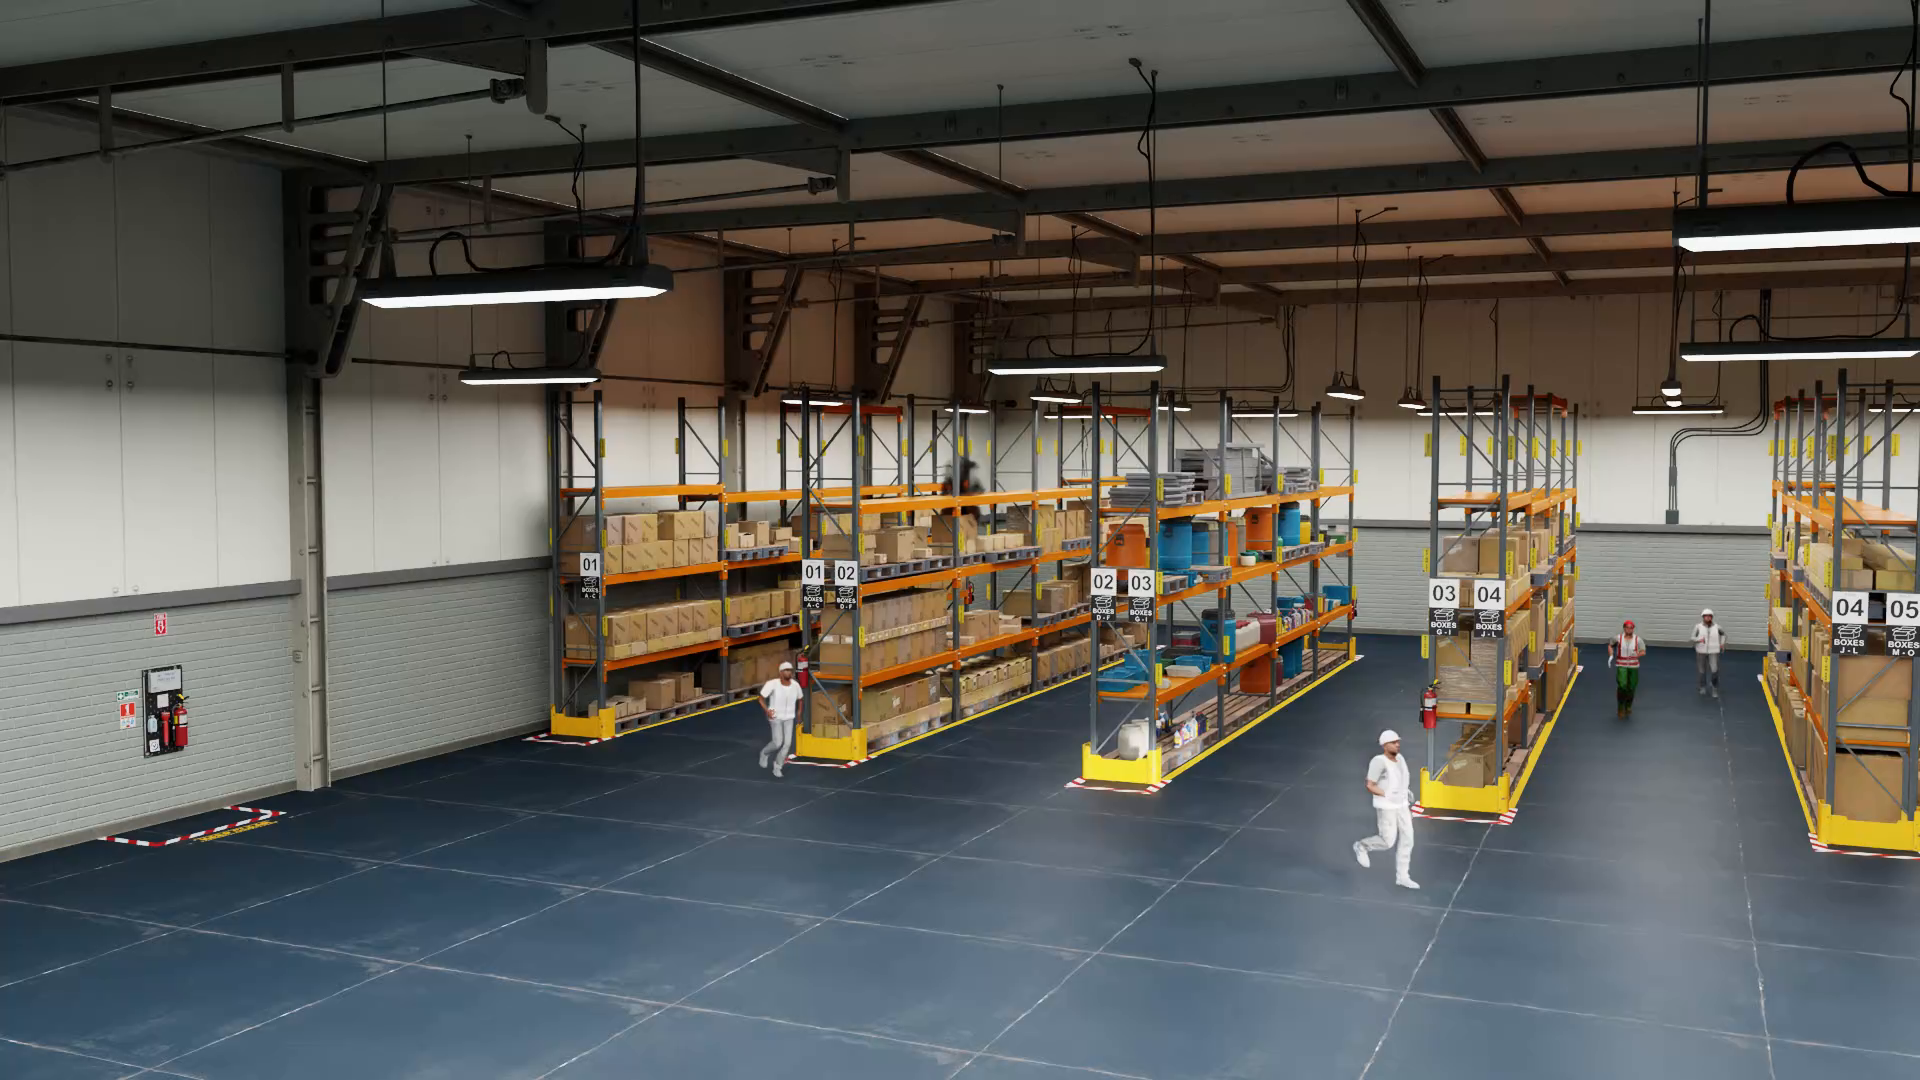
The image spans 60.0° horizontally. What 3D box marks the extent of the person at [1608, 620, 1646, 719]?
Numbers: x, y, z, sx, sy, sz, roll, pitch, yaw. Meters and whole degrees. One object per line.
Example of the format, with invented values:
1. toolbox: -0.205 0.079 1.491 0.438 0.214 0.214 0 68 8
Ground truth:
1. person: 12.400 2.403 30.913 0.644 1.828 0.748 1 3 15

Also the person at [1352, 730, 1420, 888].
1. person: 4.931 3.064 19.112 0.681 1.766 0.878 -2 4 -37

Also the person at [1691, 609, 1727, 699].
1. person: 15.002 2.283 33.343 0.657 1.799 0.718 2 4 26

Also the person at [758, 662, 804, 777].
1. person: -2.740 2.742 25.602 0.719 1.744 0.586 -2 4 -30
